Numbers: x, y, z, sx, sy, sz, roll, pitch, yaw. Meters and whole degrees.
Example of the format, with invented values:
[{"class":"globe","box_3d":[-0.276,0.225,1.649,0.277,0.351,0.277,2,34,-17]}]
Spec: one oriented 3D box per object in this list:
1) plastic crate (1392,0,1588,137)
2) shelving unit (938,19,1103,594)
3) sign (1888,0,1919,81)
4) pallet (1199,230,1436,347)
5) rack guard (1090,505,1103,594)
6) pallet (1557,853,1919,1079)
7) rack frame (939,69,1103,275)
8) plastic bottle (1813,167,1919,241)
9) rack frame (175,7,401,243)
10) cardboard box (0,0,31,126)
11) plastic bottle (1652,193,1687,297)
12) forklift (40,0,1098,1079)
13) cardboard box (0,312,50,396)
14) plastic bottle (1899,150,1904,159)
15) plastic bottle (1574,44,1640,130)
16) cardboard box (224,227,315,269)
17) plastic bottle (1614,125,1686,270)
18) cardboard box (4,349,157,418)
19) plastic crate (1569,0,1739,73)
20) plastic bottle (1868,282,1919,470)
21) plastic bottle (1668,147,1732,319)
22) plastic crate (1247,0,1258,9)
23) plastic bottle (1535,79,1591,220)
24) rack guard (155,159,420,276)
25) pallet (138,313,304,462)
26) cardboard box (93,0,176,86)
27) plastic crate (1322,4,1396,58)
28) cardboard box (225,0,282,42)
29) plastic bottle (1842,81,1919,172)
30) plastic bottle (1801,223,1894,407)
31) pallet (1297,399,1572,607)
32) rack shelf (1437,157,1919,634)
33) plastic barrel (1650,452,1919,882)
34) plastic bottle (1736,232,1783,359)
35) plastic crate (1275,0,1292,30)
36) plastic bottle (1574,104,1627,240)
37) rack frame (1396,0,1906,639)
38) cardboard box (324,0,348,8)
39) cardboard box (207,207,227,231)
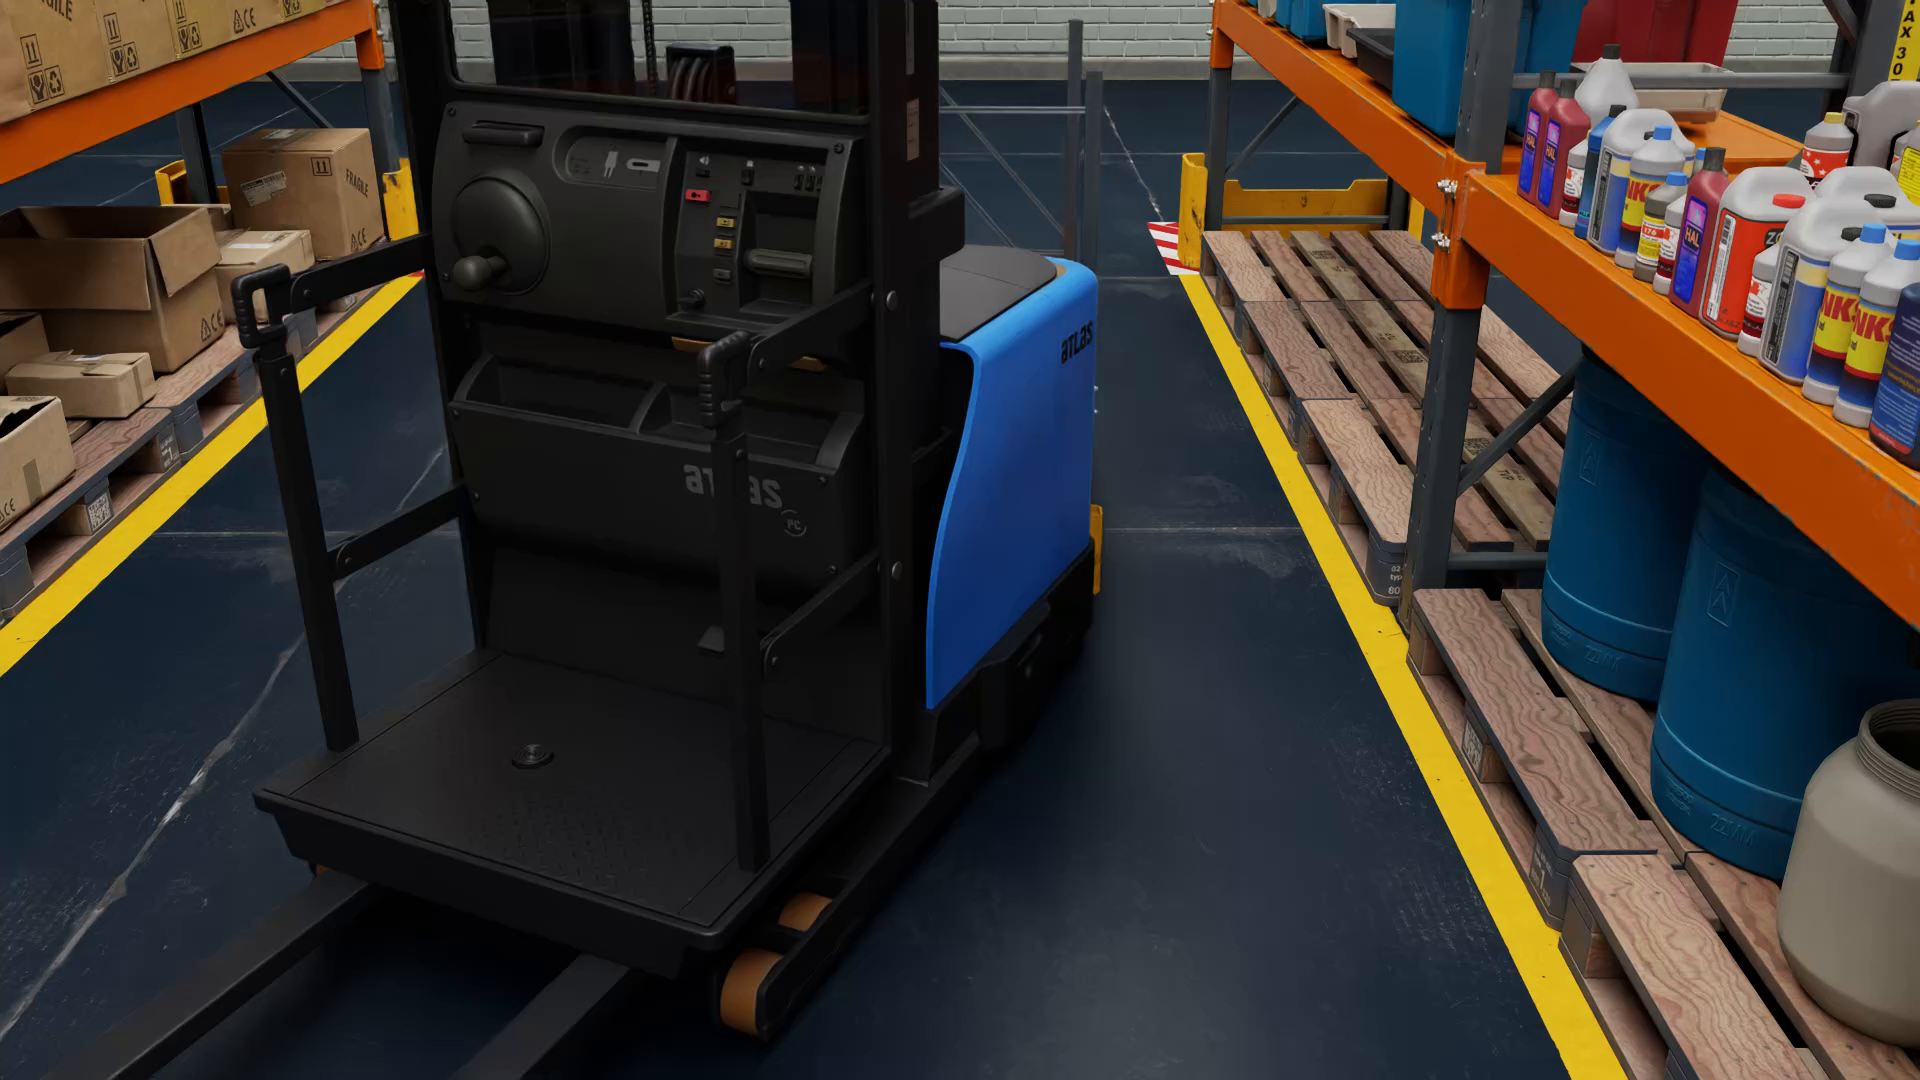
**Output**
[{"class":"plastic crate","box_3d":[1.402,-1.330,4.498,0.392,0.384,0.575,0,24,-1]},{"class":"shelving unit","box_3d":[0.129,-0.749,5.085,0.587,1.500,1.083,0,24,1]},{"class":"sign","box_3d":[2.299,-1.247,4.032,0.100,0.325,0.005,0,24,-1]},{"class":"pallet","box_3d":[1.675,-1.157,7.552,1.003,0.211,1.213,0,24,-1]},{"class":"rack guard","box_3d":[0.120,0.026,4.889,0.587,0.250,0.087,0,24,1]},{"class":"pallet","box_3d":[1.732,0.973,2.842,1.003,0.211,1.213,0,24,-1]},{"class":"rack frame","box_3d":[0.120,-0.535,4.614,0.500,1.500,0.032,0,24,1]},{"class":"plastic bottle","box_3d":[1.535,-0.490,2.843,0.152,0.276,0.135,0,24,-1]},{"class":"rack frame","box_3d":[-3.248,-2.747,7.684,1.000,3.000,0.127,0,24,-1]},{"class":"cardboard box","box_3d":[-2.938,-1.356,4.486,0.500,0.500,0.500,0,24,1]},{"class":"plastic bottle","box_3d":[1.353,-0.558,3.084,0.097,0.201,0.097,0,24,0]},{"class":"forklift","box_3d":[-0.715,-0.596,3.011,1.130,2.935,3.031,11,27,23]},{"class":"cardboard box","box_3d":[-3.503,-0.617,5.702,0.500,0.311,0.500,0,24,-1]},{"class":"plastic bottle","box_3d":[2.045,-0.765,3.543,0.097,0.201,0.097,0,24,0]},{"class":"plastic bottle","box_3d":[1.429,-0.934,3.735,0.144,0.351,0.185,0,24,-1]},{"class":"cardboard box","box_3d":[-3.081,-1.266,7.314,0.380,0.166,0.250,0,24,-1]},{"class":"plastic bottle","box_3d":[1.351,-0.670,3.247,0.097,0.271,0.097,0,24,0]},{"class":"cardboard box","box_3d":[-3.012,-0.539,5.705,0.380,0.166,0.250,0,24,-1]},{"class":"plastic crate","box_3d":[1.990,-1.545,4.876,0.402,0.464,0.583,0,24,-1]},{"class":"plastic bottle","box_3d":[1.385,-0.281,2.292,0.144,0.351,0.185,0,24,-1]},{"class":"plastic bottle","box_3d":[1.336,-0.547,2.962,0.061,0.283,0.133,0,24,-1]},{"class":"plastic crate","box_3d":[1.386,-2.344,6.924,0.416,0.233,0.300,0,24,-1]},{"class":"plastic bottle","box_3d":[1.327,-0.858,3.649,0.061,0.283,0.133,0,24,-1]},{"class":"rack guard","box_3d":[-3.247,-1.577,8.130,1.175,0.500,0.348,0,24,-1]},{"class":"pallet","box_3d":[-3.227,-0.615,6.354,1.003,0.211,1.213,0,24,-1]},{"class":"cardboard box","box_3d":[-2.950,-1.773,5.408,0.500,0.500,0.500,0,24,-1]},{"class":"plastic crate","box_3d":[1.429,-1.743,5.711,0.293,0.136,0.466,0,24,-1]},{"class":"cardboard box","box_3d":[-2.962,-2.190,6.330,0.500,0.500,0.500,0,24,0]},{"class":"plastic bottle","box_3d":[2.076,-0.902,3.755,0.152,0.276,0.135,0,24,-1]},{"class":"plastic bottle","box_3d":[1.359,-0.343,2.525,0.097,0.271,0.097,0,24,0]},{"class":"pallet","box_3d":[1.702,-0.152,5.329,1.003,0.211,1.213,0,24,-1]},{"class":"rack shelf","box_3d":[1.770,0.032,2.411,1.077,0.370,4.000,0,24,-1]},{"class":"plastic barrel","box_3d":[1.745,0.161,3.290,0.600,0.901,0.708,0,24,-1]},{"class":"plastic bottle","box_3d":[1.357,-0.407,2.751,0.097,0.201,0.097,0,24,0]},{"class":"plastic crate","box_3d":[1.393,-2.073,6.324,0.416,0.233,0.300,0,24,-1]},{"class":"plastic bottle","box_3d":[1.348,-0.765,3.458,0.097,0.271,0.097,0,24,0]},{"class":"rack frame","box_3d":[1.749,-1.119,4.085,1.000,3.000,0.127,0,24,-1]},{"class":"cardboard box","box_3d":[-2.971,-2.609,7.258,0.500,0.500,0.500,0,24,1]},{"class":"cardboard box","box_3d":[-3.520,-1.263,7.206,0.500,0.250,0.500,0,24,-1]}]
